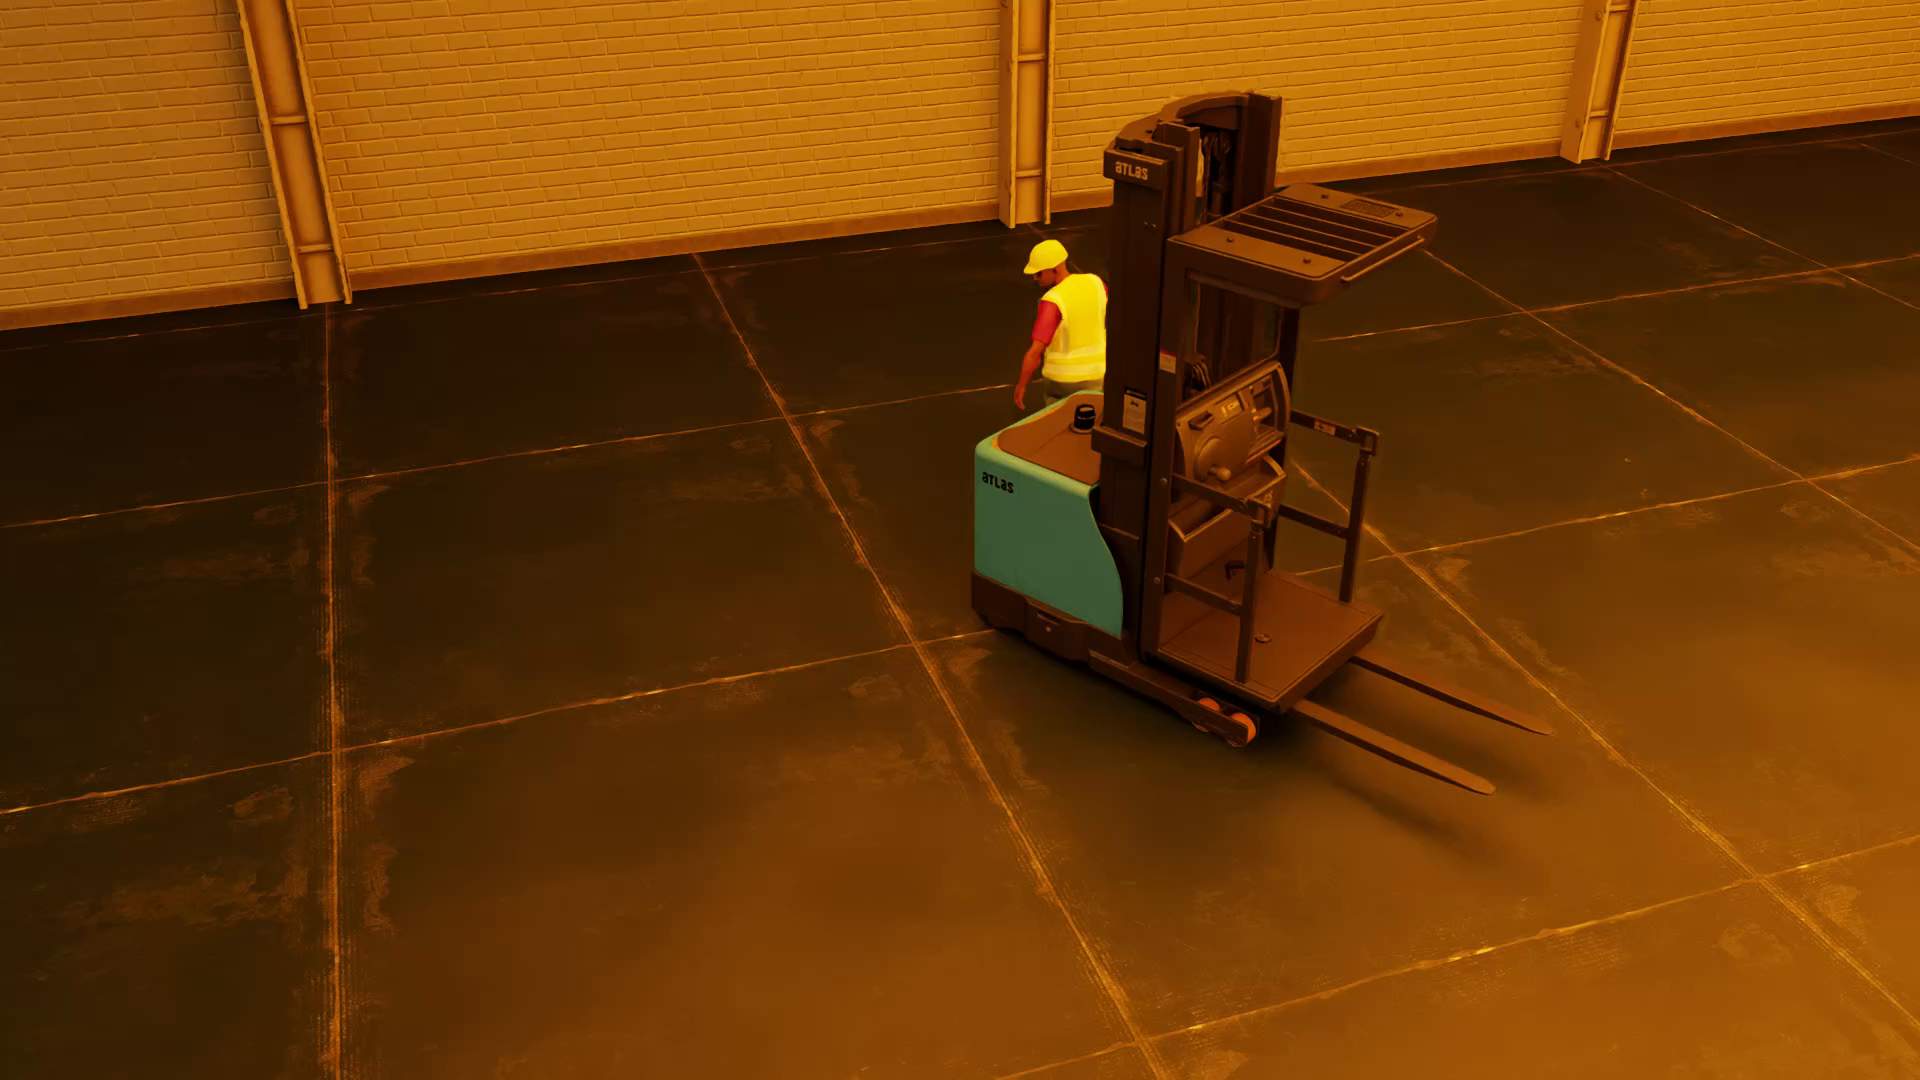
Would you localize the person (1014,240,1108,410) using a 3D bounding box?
[{"bbox_3d":[0.635,-1.108,10.448,0.680,1.542,0.833,-6,31,-11],"label":"person"}]

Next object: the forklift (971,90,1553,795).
[{"bbox_3d":[1.500,-0.542,8.029,3.031,2.935,1.130,24,38,35],"label":"forklift"}]
